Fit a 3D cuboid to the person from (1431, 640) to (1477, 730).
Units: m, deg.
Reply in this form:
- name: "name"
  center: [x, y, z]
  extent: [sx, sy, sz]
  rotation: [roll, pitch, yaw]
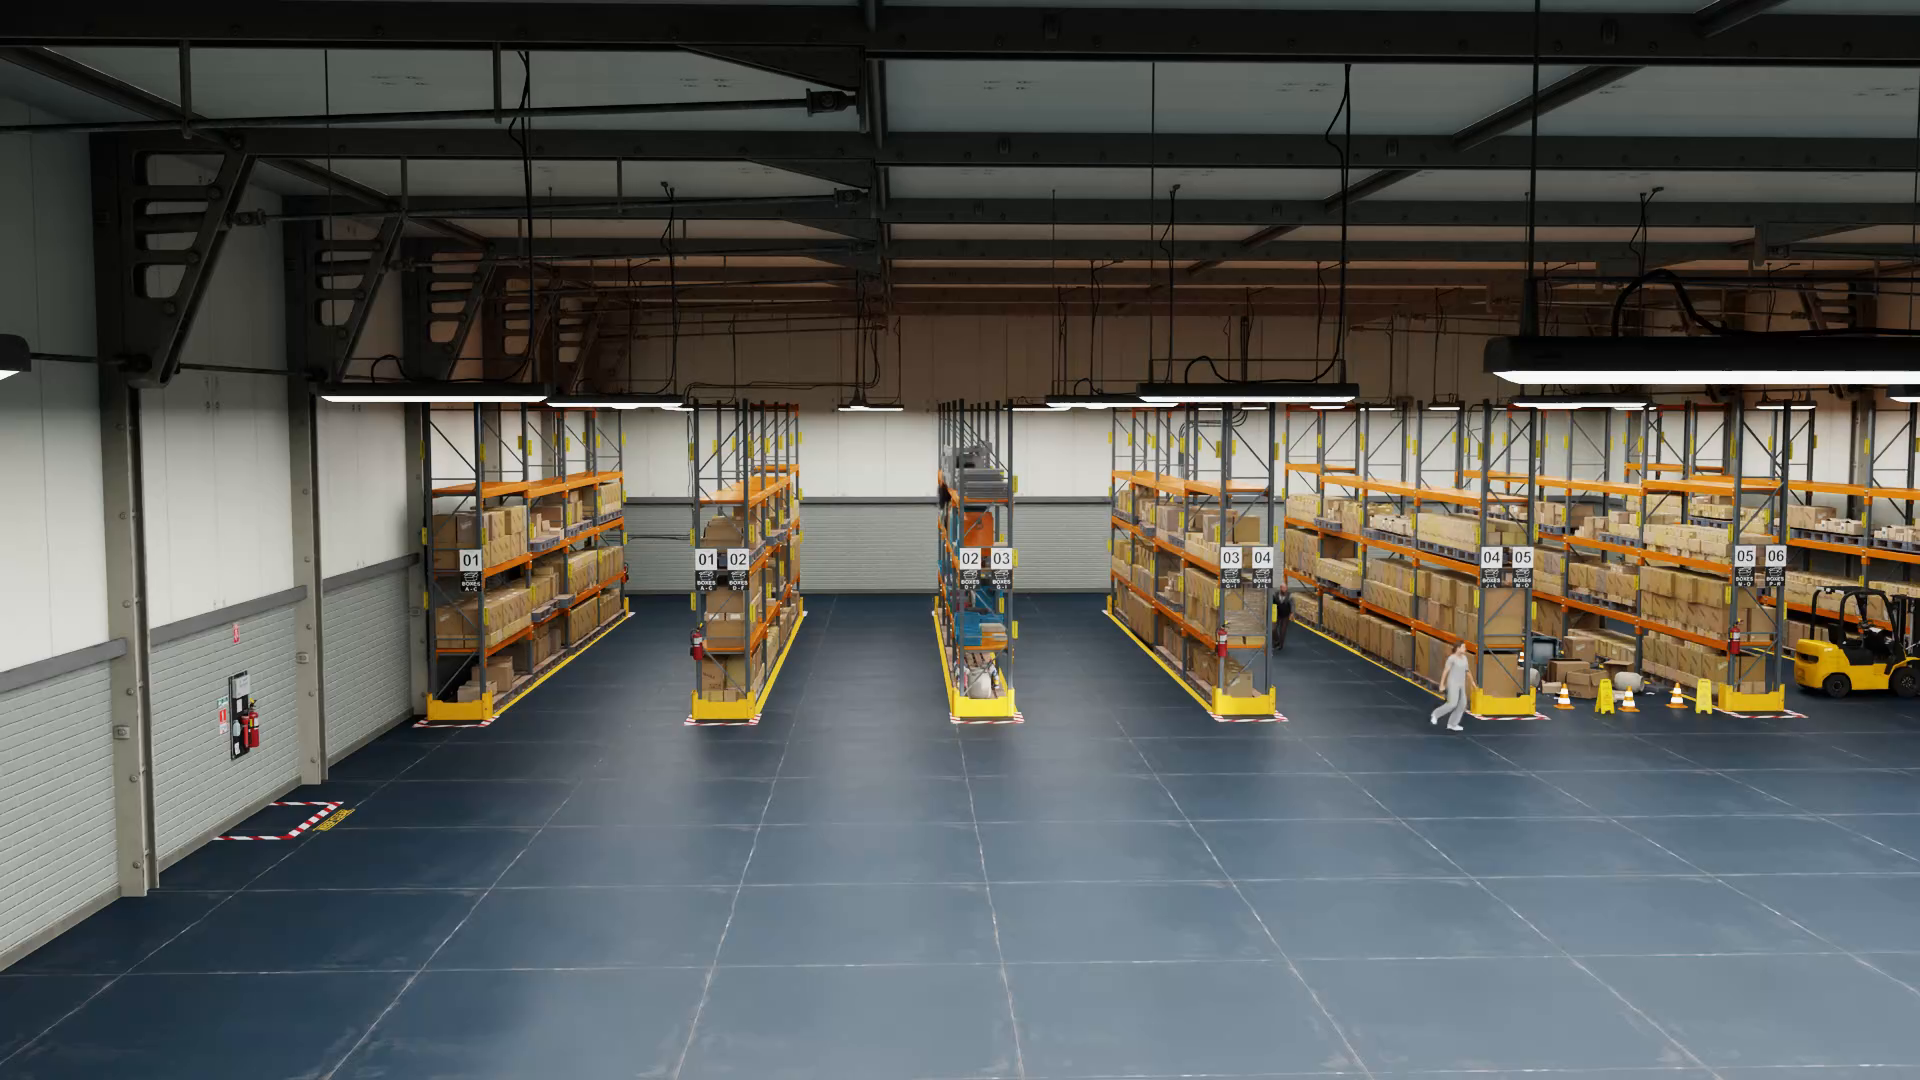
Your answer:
- name: "person"
  center: [8.914, 2.618, 30.101]
  extent: [0.615, 1.638, 0.657]
  rotation: [-3, 5, -34]

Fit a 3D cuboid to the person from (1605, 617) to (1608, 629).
- name: "person"
  center: [16.716, 1.592, 43.799]
  extent: [0.574, 1.632, 0.955]
  rotation: [-1, 4, -13]

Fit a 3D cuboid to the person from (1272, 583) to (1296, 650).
- name: "person"
  center: [7.752, 1.839, 40.031]
  extent: [0.654, 1.665, 0.732]
  rotation: [1, 4, 12]
